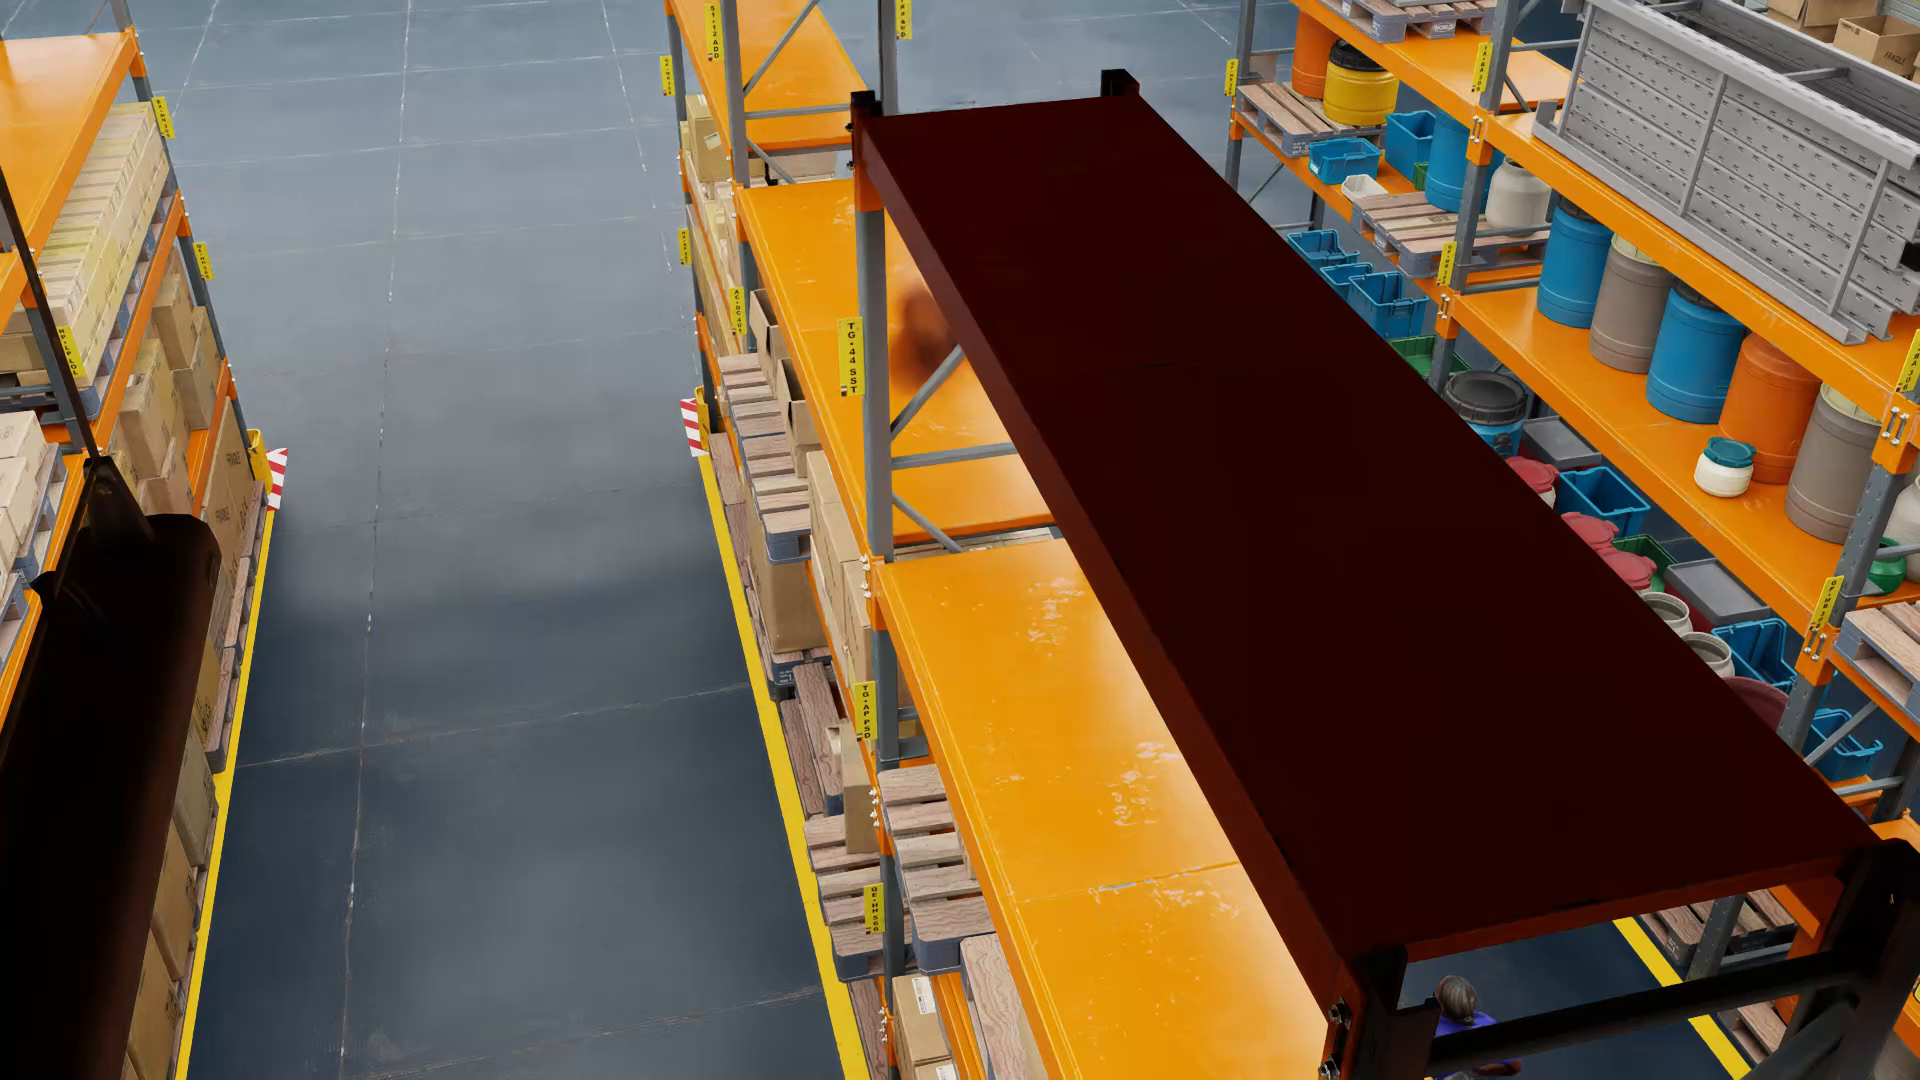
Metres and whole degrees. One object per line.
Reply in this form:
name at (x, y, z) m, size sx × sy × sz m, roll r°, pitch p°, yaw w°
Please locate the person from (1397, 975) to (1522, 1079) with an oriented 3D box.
person at (2.335, 2.747, 8.212) m, size 0.569 × 1.678 × 0.905 m, roll -15°, pitch 37°, yaw -20°
